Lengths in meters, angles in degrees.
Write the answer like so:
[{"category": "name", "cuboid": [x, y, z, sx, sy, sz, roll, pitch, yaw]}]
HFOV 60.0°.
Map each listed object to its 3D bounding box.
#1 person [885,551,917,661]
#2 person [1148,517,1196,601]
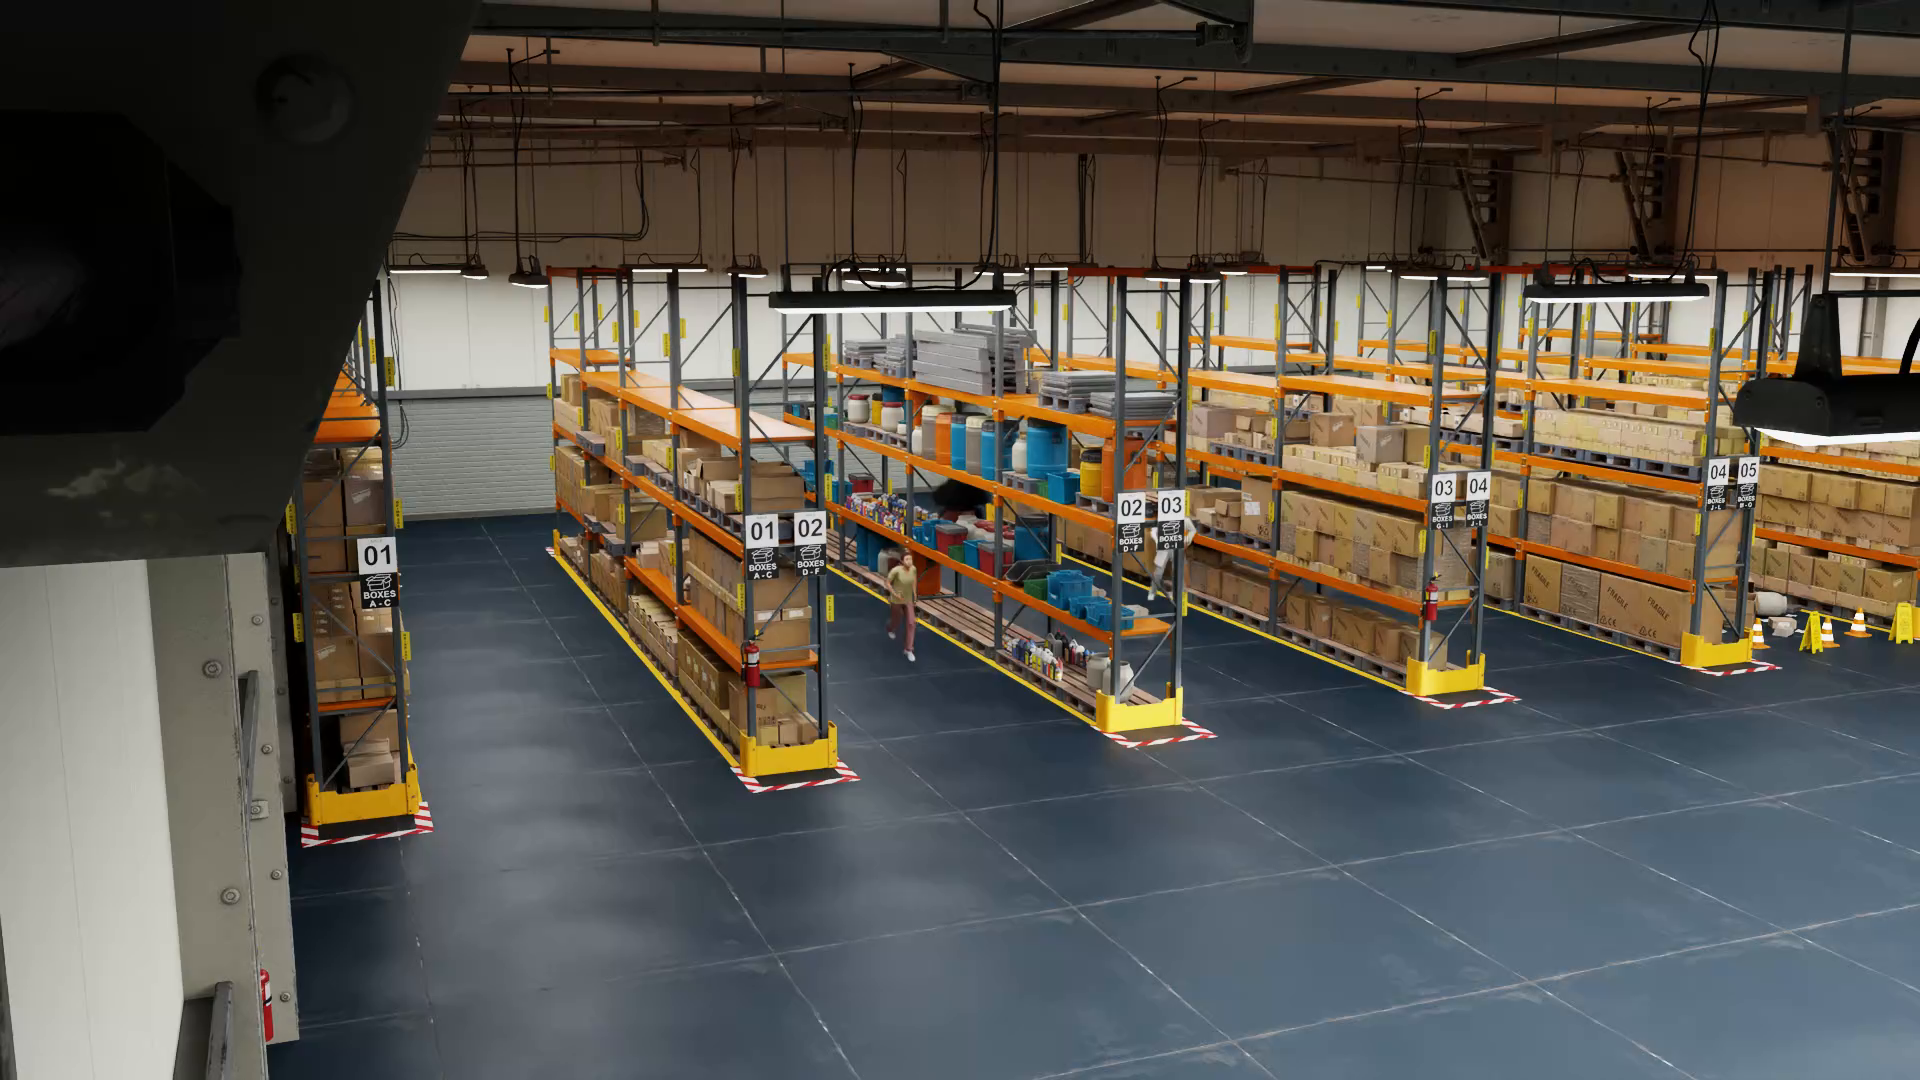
[{"category": "person", "cuboid": [-0.917, 0.972, 25.887, 0.579, 1.660, 1.060, -4, 11, -24]}, {"category": "person", "cuboid": [3.694, 0.268, 28.872, 0.821, 1.663, 0.704, 0, 10, -3]}]
